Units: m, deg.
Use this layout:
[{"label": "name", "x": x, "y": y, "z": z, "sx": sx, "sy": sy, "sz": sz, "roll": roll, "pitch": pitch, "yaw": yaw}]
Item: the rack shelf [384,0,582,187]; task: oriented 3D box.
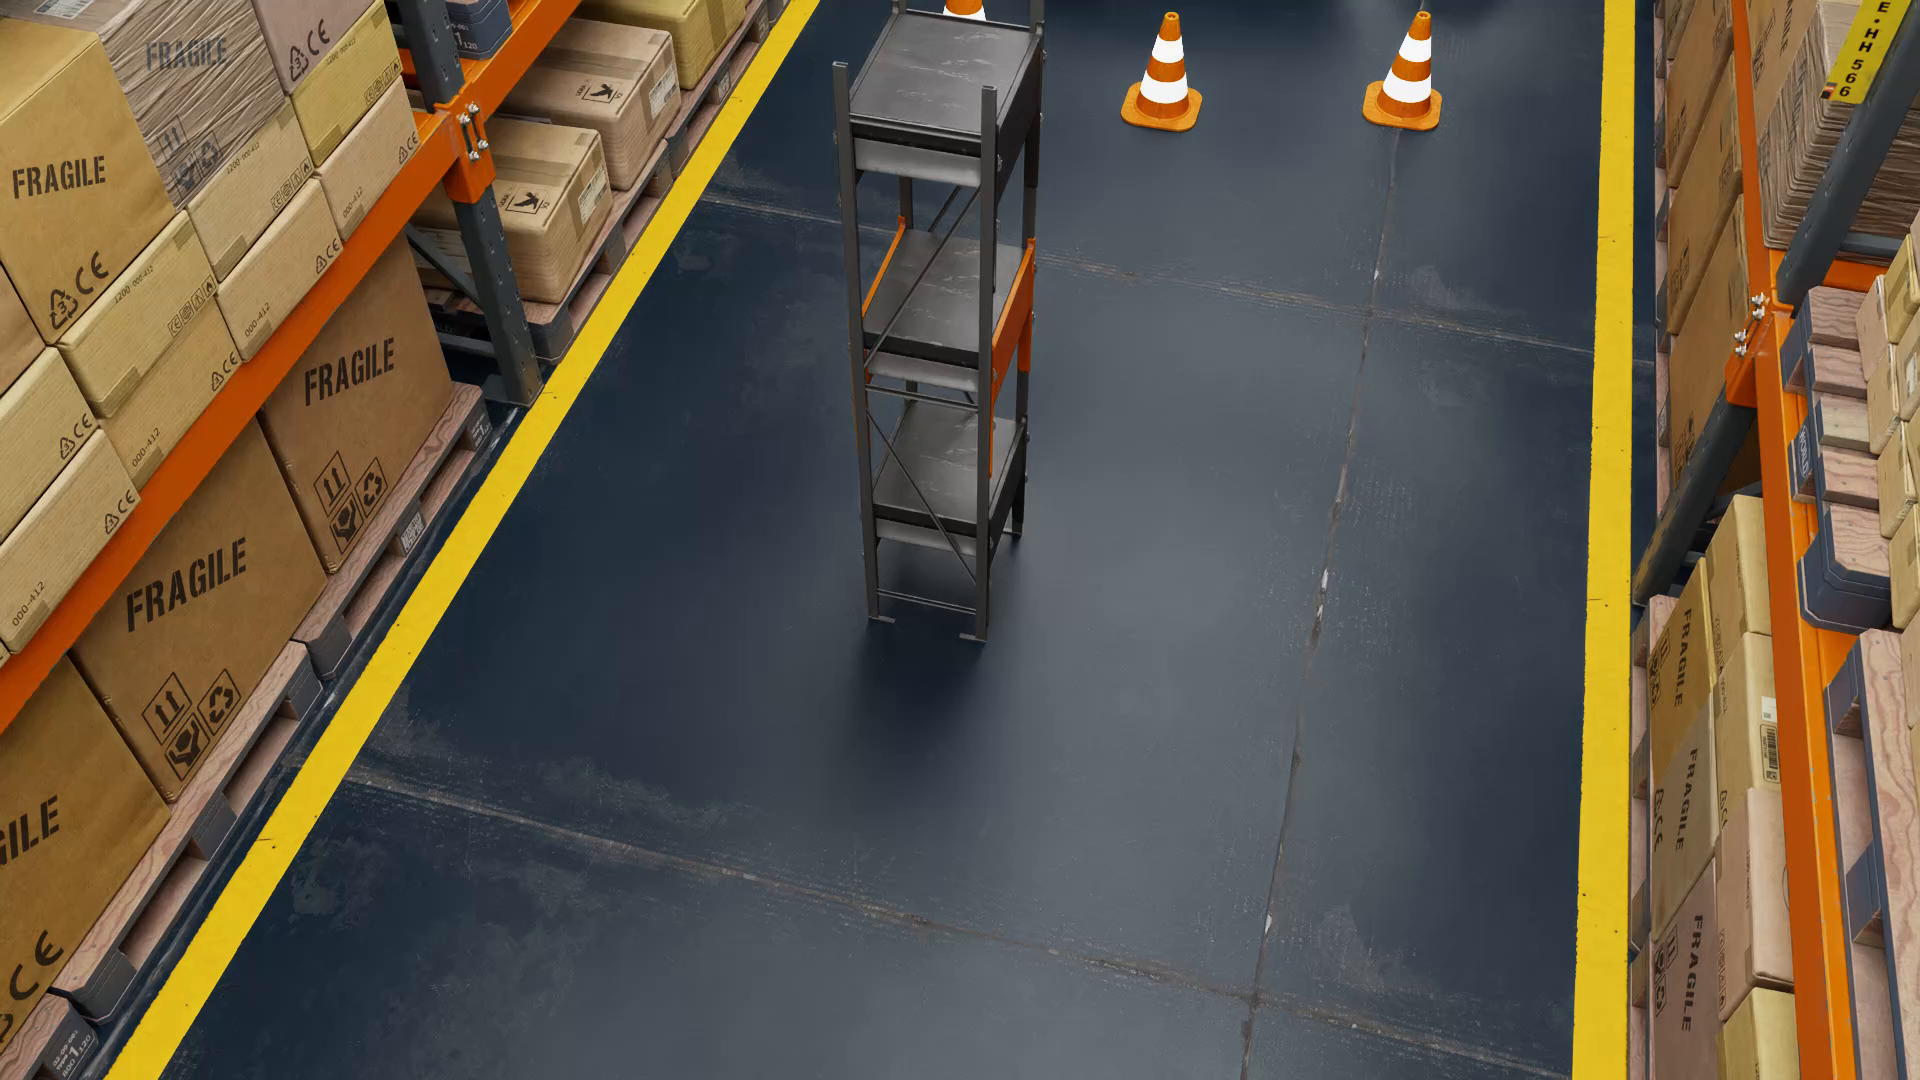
[{"label": "rack shelf", "x": -1.534, "y": -2.829, "z": 6.726, "sx": 1.077, "sy": 0.370, "sz": 4.000, "roll": 12, "pitch": 50, "yaw": 10}]

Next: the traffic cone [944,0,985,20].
[{"label": "traffic cone", "x": 0.016, "y": -2.501, "z": 7.649, "sx": 0.336, "sy": 0.463, "sz": 0.334, "roll": 12, "pitch": 50, "yaw": 10}]

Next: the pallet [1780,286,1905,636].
[{"label": "pallet", "x": 2.656, "y": -0.117, "z": 3.980, "sx": 1.213, "sy": 0.211, "sz": 1.003, "roll": 12, "pitch": 50, "yaw": 10}]

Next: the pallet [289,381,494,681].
[{"label": "pallet", "x": -2.341, "y": -0.142, "z": 5.735, "sx": 1.003, "sy": 0.211, "sz": 1.213, "roll": 12, "pitch": 50, "yaw": 10}]

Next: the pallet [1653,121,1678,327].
[{"label": "pallet", "x": 3.344, "y": -1.229, "z": 6.694, "sx": 1.003, "sy": 0.211, "sz": 1.213, "roll": 12, "pitch": 50, "yaw": 10}]

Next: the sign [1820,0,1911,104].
[{"label": "sign", "x": 2.205, "y": -1.207, "z": 4.042, "sx": 0.100, "sy": 0.325, "sz": 0.005, "roll": 12, "pitch": 50, "yaw": 10}]

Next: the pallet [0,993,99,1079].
[{"label": "pallet", "x": -2.983, "y": 1.623, "z": 4.177, "sx": 1.003, "sy": 0.211, "sz": 1.213, "roll": 12, "pitch": 50, "yaw": 10}]

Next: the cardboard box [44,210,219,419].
[{"label": "cardboard box", "x": -2.190, "y": -0.590, "z": 4.036, "sx": 0.500, "sy": 0.250, "sz": 0.500, "roll": 10, "pitch": 49, "yaw": 9}]

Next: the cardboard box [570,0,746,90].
[{"label": "cardboard box", "x": -1.511, "y": -2.379, "z": 7.322, "sx": 0.950, "sy": 0.372, "sz": 0.625, "roll": 13, "pitch": 50, "yaw": 11}]

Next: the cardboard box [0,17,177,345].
[{"label": "cardboard box", "x": -2.209, "y": -0.828, "z": 3.746, "sx": 0.500, "sy": 0.500, "sz": 0.500, "roll": 12, "pitch": 50, "yaw": 10}]

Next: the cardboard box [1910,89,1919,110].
[{"label": "cardboard box", "x": 2.869, "y": -1.403, "z": 4.254, "sx": 0.700, "sy": 0.500, "sz": 0.500, "roll": 11, "pitch": 50, "yaw": 10}]

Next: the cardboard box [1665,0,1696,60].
[{"label": "cardboard box", "x": 3.717, "y": -2.538, "z": 7.209, "sx": 1.050, "sy": 0.750, "sz": 0.750, "roll": 11, "pitch": 50, "yaw": 10}]

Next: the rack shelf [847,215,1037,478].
[{"label": "rack shelf", "x": -0.044, "y": -0.566, "z": 4.867, "sx": 0.431, "sy": 0.518, "sz": 0.480, "roll": 12, "pitch": 50, "yaw": 10}]

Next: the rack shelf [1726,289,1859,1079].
[{"label": "rack shelf", "x": 2.215, "y": 0.968, "z": 3.375, "sx": 1.077, "sy": 0.370, "sz": 4.000, "roll": 12, "pitch": 50, "yaw": 10}]

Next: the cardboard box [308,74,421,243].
[{"label": "cardboard box", "x": -1.944, "y": -1.154, "z": 4.867, "sx": 0.500, "sy": 0.250, "sz": 0.500, "roll": 10, "pitch": 49, "yaw": 9}]

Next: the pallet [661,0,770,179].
[{"label": "pallet", "x": -1.531, "y": -2.142, "z": 7.500, "sx": 1.003, "sy": 0.211, "sz": 1.213, "roll": 12, "pitch": 50, "yaw": 10}]

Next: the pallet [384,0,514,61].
[{"label": "pallet", "x": -1.976, "y": -2.093, "z": 5.725, "sx": 1.213, "sy": 0.211, "sz": 1.003, "roll": 12, "pitch": 50, "yaw": 10}]

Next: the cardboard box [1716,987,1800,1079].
[{"label": "cardboard box", "x": 1.914, "y": 1.274, "z": 3.512, "sx": 0.500, "sy": 0.250, "sz": 0.500, "roll": 10, "pitch": 49, "yaw": 8}]

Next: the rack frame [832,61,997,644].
[{"label": "rack frame", "x": -0.108, "y": -0.399, "z": 4.701, "sx": 0.400, "sy": 2.100, "sz": 0.015, "roll": 12, "pitch": 50, "yaw": 10}]

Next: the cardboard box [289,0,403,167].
[{"label": "cardboard box", "x": -1.943, "y": -1.336, "z": 4.695, "sx": 0.500, "sy": 0.250, "sz": 0.500, "roll": 11, "pitch": 50, "yaw": 10}]

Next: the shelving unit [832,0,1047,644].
[{"label": "shelving unit", "x": -0.044, "y": -0.575, "z": 4.857, "sx": 0.431, "sy": 2.100, "sz": 0.503, "roll": 12, "pitch": 50, "yaw": 10}]

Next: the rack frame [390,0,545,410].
[{"label": "rack frame", "x": -2.061, "y": -1.620, "z": 5.179, "sx": 1.000, "sy": 3.000, "sz": 0.127, "roll": 12, "pitch": 50, "yaw": 10}]

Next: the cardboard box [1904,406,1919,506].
[{"label": "cardboard box", "x": 2.284, "y": -0.170, "z": 3.589, "sx": 0.380, "sy": 0.149, "sz": 0.250, "roll": 10, "pitch": 49, "yaw": 9}]

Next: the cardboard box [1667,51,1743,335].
[{"label": "cardboard box", "x": 3.215, "y": -1.167, "z": 5.999, "sx": 1.050, "sy": 0.750, "sz": 0.750, "roll": 12, "pitch": 50, "yaw": 11}]

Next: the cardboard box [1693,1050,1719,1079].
[{"label": "cardboard box", "x": 1.915, "y": 1.539, "z": 3.778, "sx": 0.500, "sy": 0.500, "sz": 0.500, "roll": 11, "pitch": 49, "yaw": 9}]

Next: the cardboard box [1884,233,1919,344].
[{"label": "cardboard box", "x": 2.420, "y": -0.561, "z": 3.933, "sx": 0.380, "sy": 0.149, "sz": 0.250, "roll": 14, "pitch": 50, "yaw": 12}]

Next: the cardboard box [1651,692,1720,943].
[{"label": "cardboard box", "x": 2.180, "y": 0.797, "z": 4.433, "sx": 0.500, "sy": 0.500, "sz": 0.500, "roll": 12, "pitch": 50, "yaw": 10}]

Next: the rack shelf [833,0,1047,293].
[{"label": "rack shelf", "x": -0.044, "y": -1.029, "z": 4.342, "sx": 0.431, "sy": 0.518, "sz": 0.480, "roll": 12, "pitch": 50, "yaw": 10}]

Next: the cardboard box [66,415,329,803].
[{"label": "cardboard box", "x": -2.562, "y": 0.071, "z": 4.823, "sx": 0.875, "sy": 0.875, "sz": 0.875, "roll": 12, "pitch": 50, "yaw": 10}]

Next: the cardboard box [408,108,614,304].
[{"label": "cardboard box", "x": -1.903, "y": -1.296, "z": 6.366, "sx": 0.950, "sy": 0.372, "sz": 0.625, "roll": 9, "pitch": 49, "yaw": 7}]

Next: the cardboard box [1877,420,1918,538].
[{"label": "cardboard box", "x": 2.287, "y": -0.099, "z": 3.724, "sx": 0.380, "sy": 0.149, "sz": 0.250, "roll": 14, "pitch": 50, "yaw": 12}]

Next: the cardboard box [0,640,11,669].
[{"label": "cardboard box", "x": -2.458, "y": 0.314, "z": 3.572, "sx": 0.500, "sy": 0.250, "sz": 0.500, "roll": 11, "pitch": 50, "yaw": 10}]

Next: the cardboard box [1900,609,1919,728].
[{"label": "cardboard box", "x": 2.150, "y": 0.289, "z": 3.381, "sx": 0.380, "sy": 0.149, "sz": 0.250, "roll": 13, "pitch": 50, "yaw": 11}]

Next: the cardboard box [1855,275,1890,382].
[{"label": "cardboard box", "x": 2.429, "y": -0.488, "z": 4.068, "sx": 0.380, "sy": 0.149, "sz": 0.250, "roll": 11, "pitch": 49, "yaw": 10}]

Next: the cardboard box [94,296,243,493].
[{"label": "cardboard box", "x": -2.211, "y": -0.420, "z": 4.220, "sx": 0.500, "sy": 0.250, "sz": 0.500, "roll": 11, "pitch": 50, "yaw": 10}]

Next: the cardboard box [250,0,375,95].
[{"label": "cardboard box", "x": -1.945, "y": -1.559, "z": 4.391, "sx": 0.500, "sy": 0.500, "sz": 0.500, "roll": 10, "pitch": 49, "yaw": 9}]

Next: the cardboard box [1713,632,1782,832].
[{"label": "cardboard box", "x": 2.193, "y": 0.541, "z": 4.159, "sx": 0.500, "sy": 0.250, "sz": 0.500, "roll": 11, "pitch": 49, "yaw": 10}]

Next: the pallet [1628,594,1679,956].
[{"label": "pallet", "x": 2.534, "y": 0.771, "z": 4.929, "sx": 1.003, "sy": 0.211, "sz": 1.213, "roll": 12, "pitch": 50, "yaw": 10}]

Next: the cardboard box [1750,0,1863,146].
[{"label": "cardboard box", "x": 2.733, "y": -1.489, "z": 4.997, "sx": 0.500, "sy": 0.500, "sz": 0.500, "roll": 12, "pitch": 50, "yaw": 10}]
